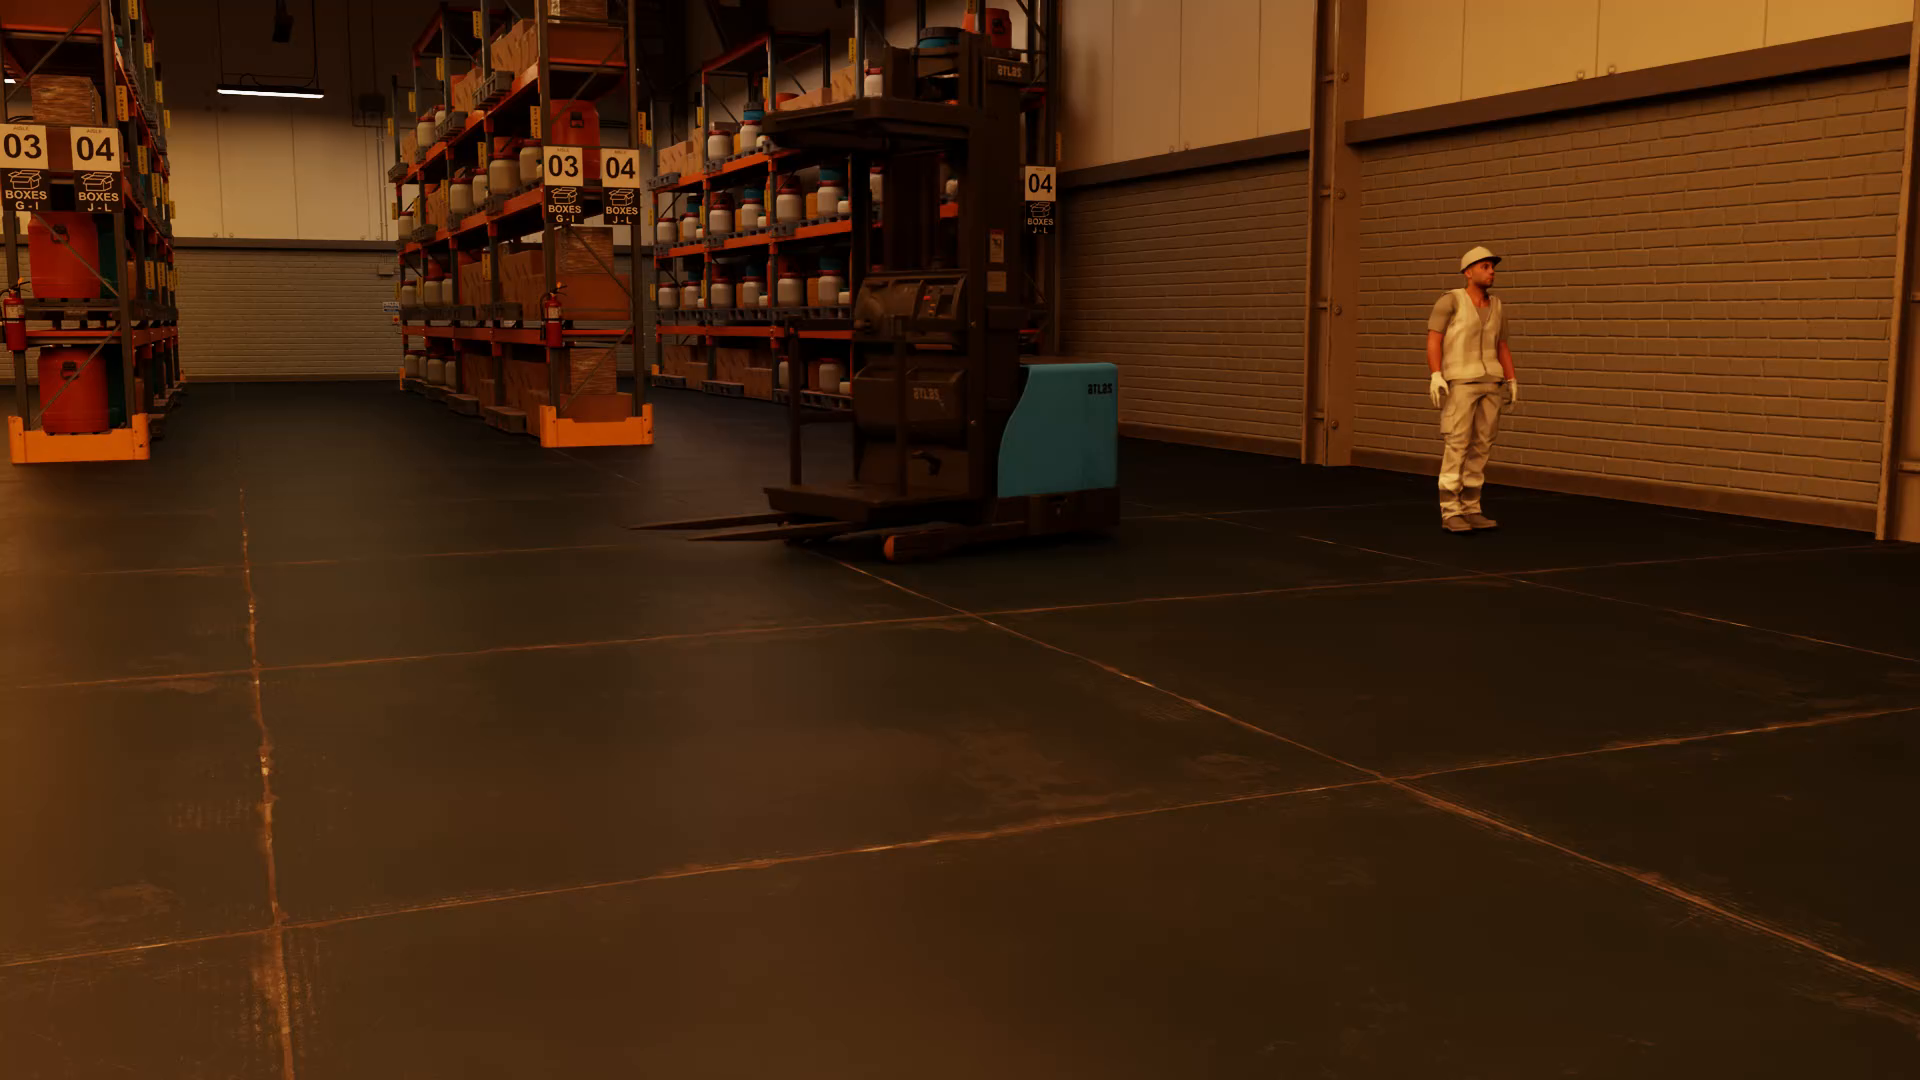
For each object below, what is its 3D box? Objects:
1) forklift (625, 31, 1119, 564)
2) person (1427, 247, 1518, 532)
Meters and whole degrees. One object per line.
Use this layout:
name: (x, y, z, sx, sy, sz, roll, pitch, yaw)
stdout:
forklift: (-0.453, -1.399, 9.550, 3.031, 2.935, 1.130, -7, 10, -41)
person: (3.296, -0.960, 10.547, 0.647, 1.790, 0.564, -3, 8, -20)
